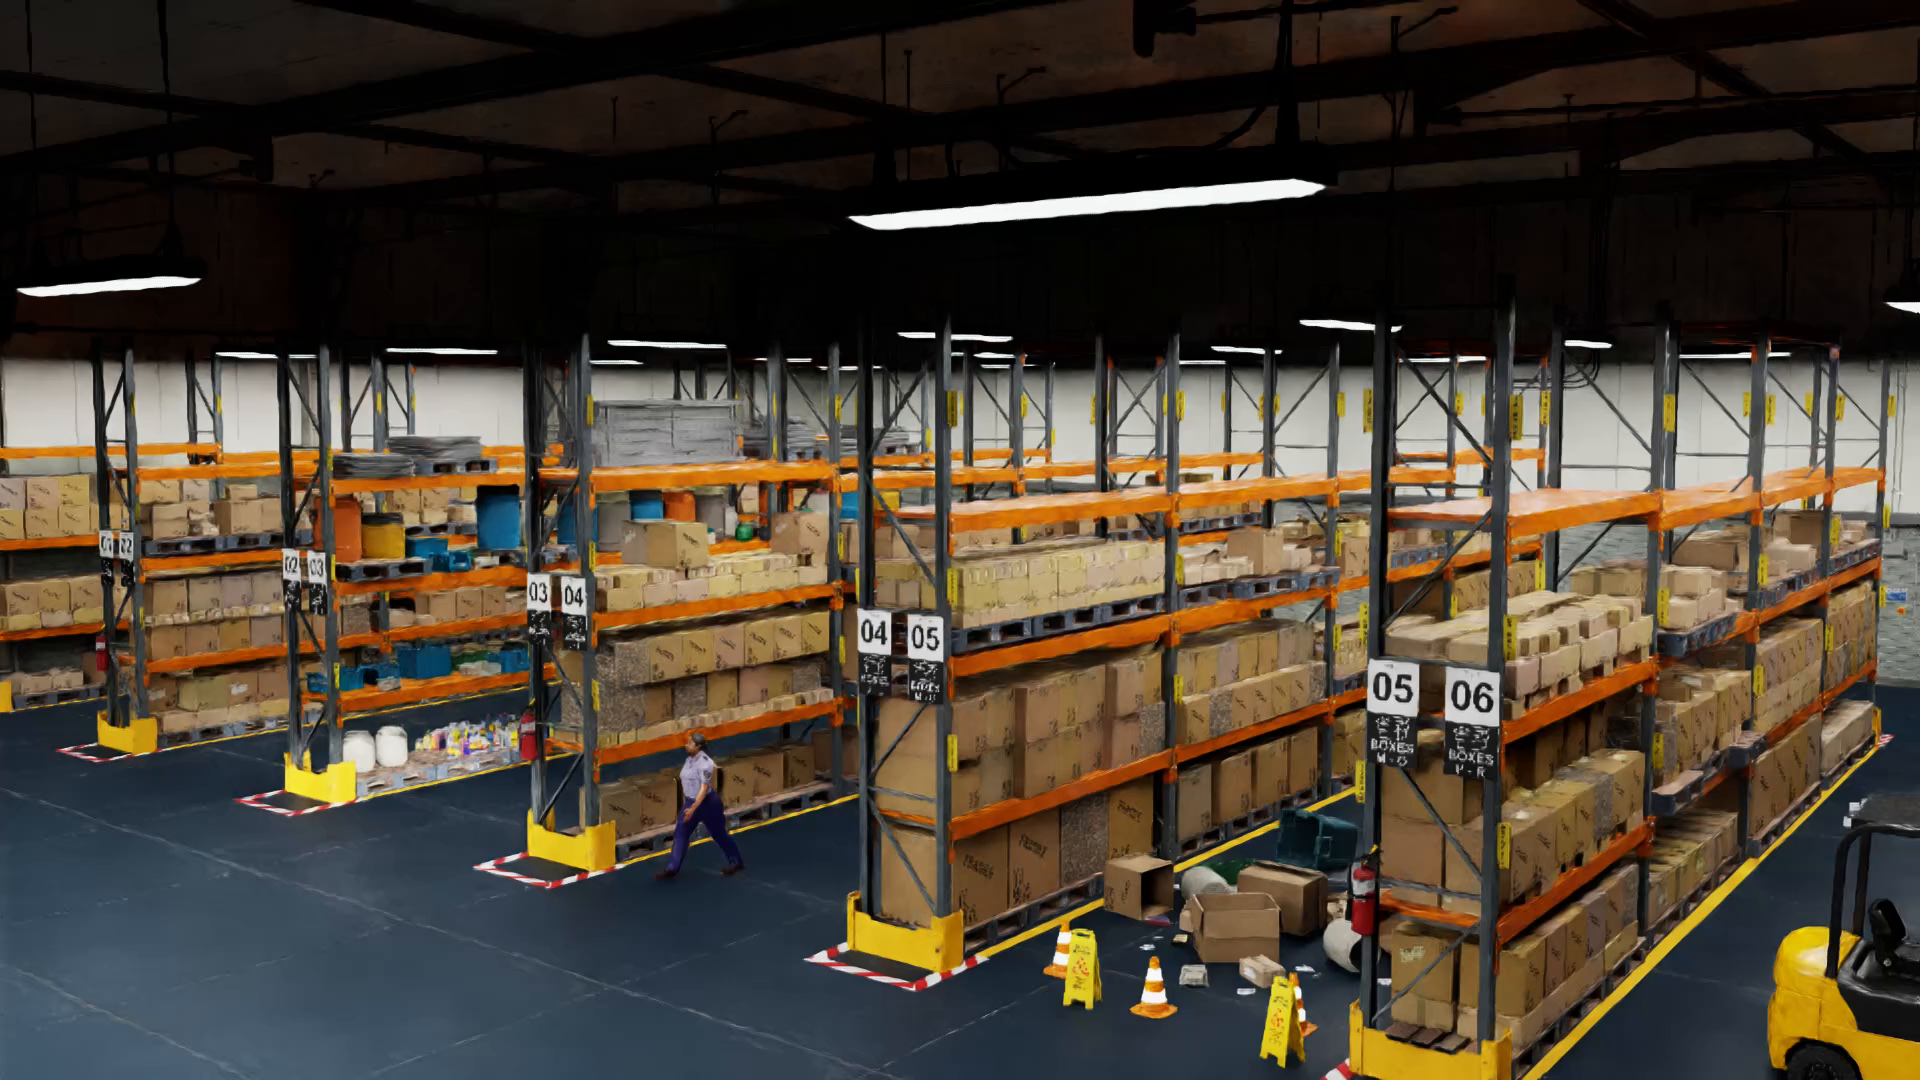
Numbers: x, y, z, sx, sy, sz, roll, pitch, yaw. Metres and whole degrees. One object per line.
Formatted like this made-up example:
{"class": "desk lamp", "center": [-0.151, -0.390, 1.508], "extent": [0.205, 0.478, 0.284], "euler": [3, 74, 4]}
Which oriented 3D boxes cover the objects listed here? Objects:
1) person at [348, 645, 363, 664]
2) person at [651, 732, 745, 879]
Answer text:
{"class": "person", "center": [-11.314, 1.567, 31.130], "extent": [0.444, 1.779, 0.598], "euler": [1, 5, 13]}
{"class": "person", "center": [-2.772, 2.822, 17.715], "extent": [1.004, 1.579, 0.478], "euler": [-5, 7, -43]}
